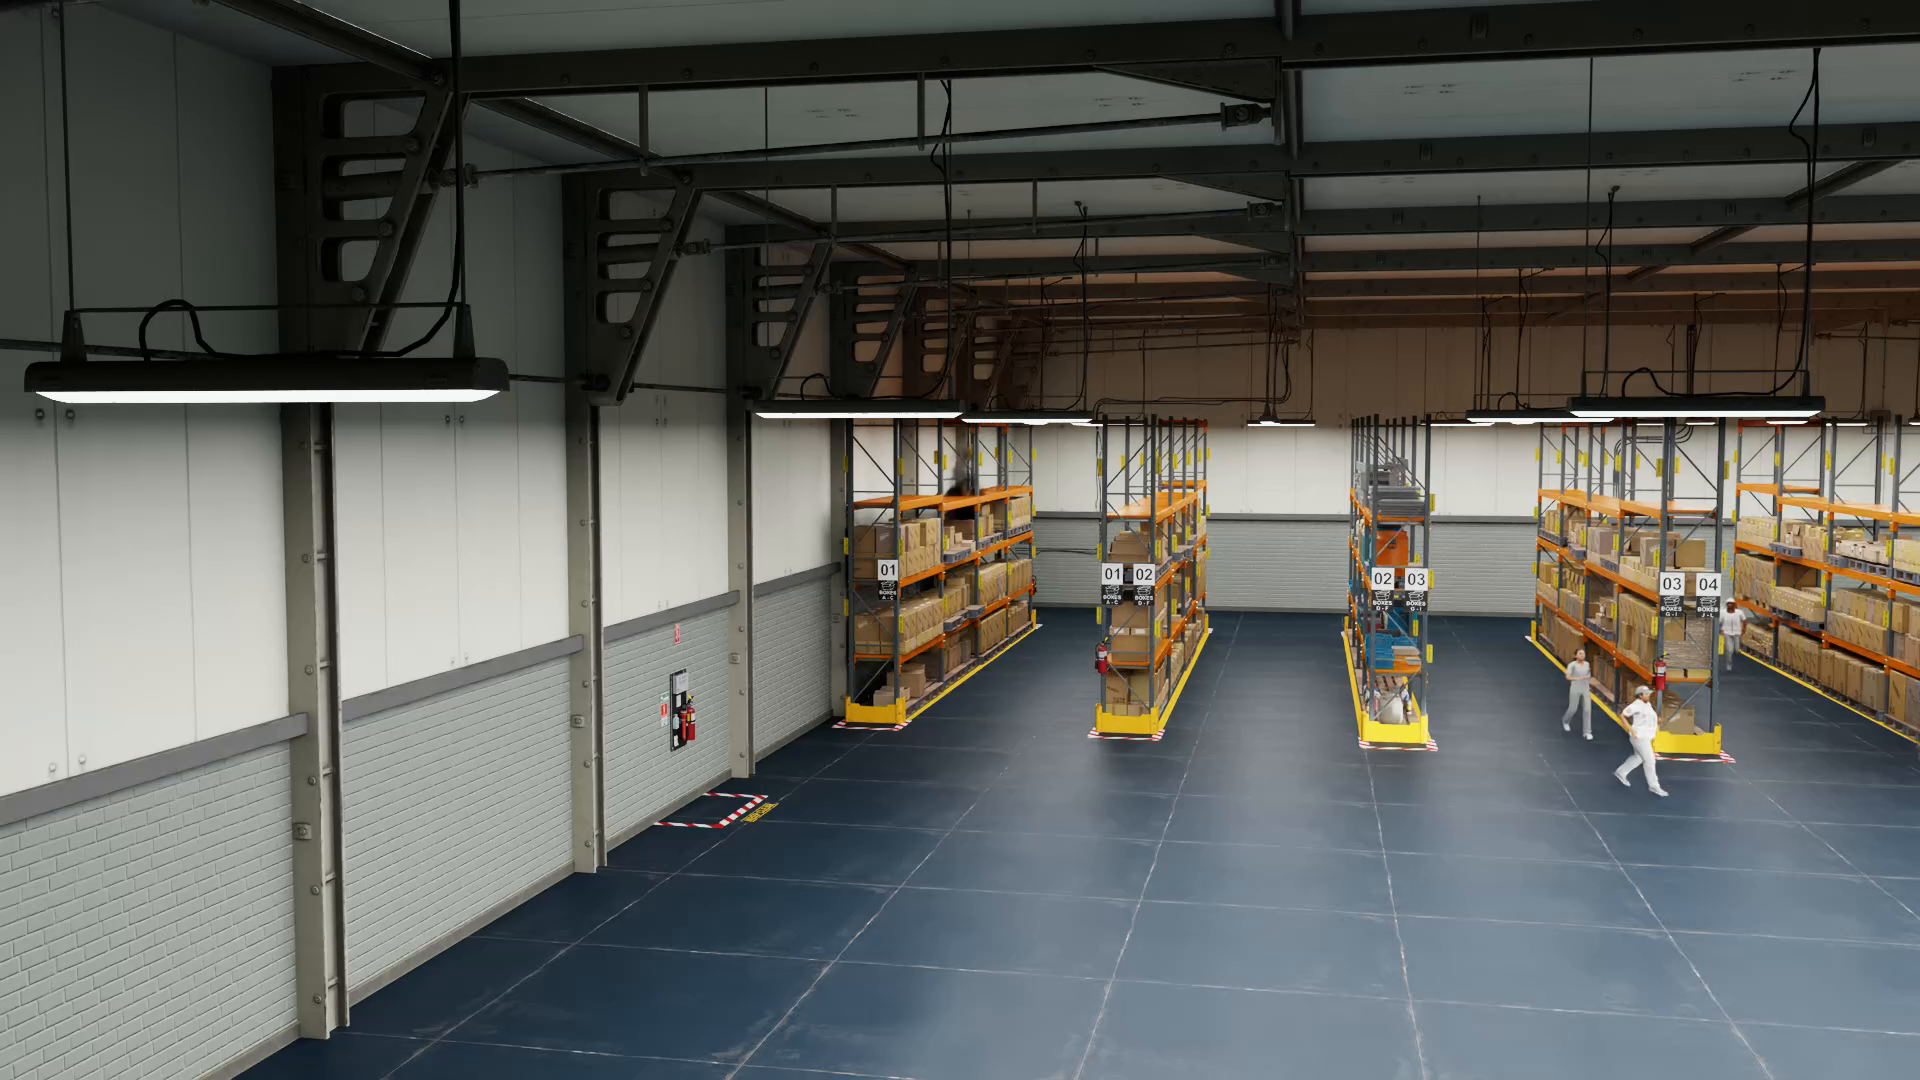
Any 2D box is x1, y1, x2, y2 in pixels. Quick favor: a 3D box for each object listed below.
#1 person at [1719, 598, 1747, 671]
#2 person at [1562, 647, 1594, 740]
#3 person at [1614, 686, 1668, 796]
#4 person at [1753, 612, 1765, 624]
[{"bbox_3d":[18.313,2.236,39.504,0.698,1.728,0.546,1,4,16],"label":"person"},{"bbox_3d":[11.494,2.816,30.851,0.568,1.642,0.967,0,4,-5],"label":"person"},{"bbox_3d":[10.747,3.128,26.191,0.901,1.676,0.598,4,5,44],"label":"person"},{"bbox_3d":[21.669,1.905,44.951,0.584,1.658,0.604,0,4,4],"label":"person"}]
